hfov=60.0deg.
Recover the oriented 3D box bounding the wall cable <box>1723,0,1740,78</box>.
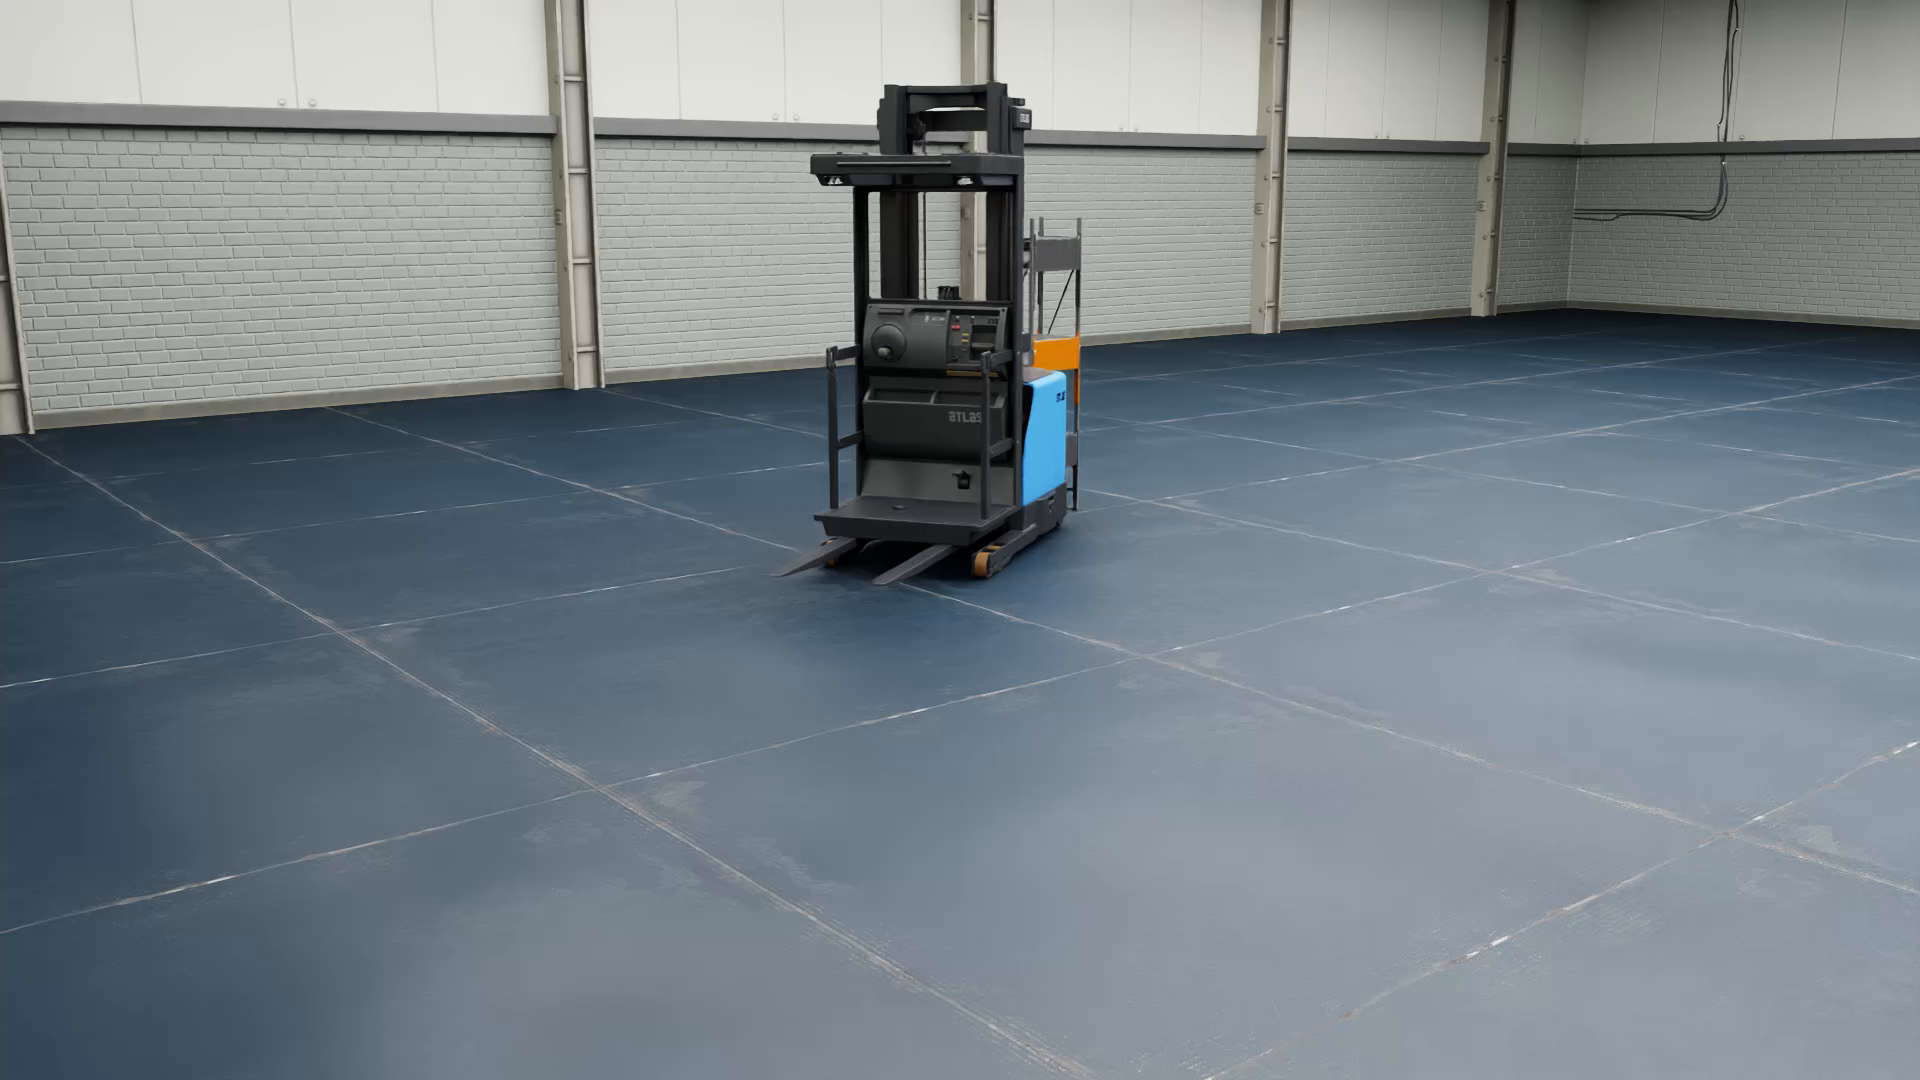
[{"bbox_3d":[14.441,-9.218,28.190,0.112,2.526,3.097,-9,15,-38],"label":"wall cable"}]

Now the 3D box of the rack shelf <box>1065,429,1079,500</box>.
[{"bbox_3d":[0.542,-0.541,12.056,0.480,0.518,0.431,-12,17,-43],"label":"rack shelf"}]

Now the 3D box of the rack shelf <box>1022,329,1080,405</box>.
[{"bbox_3d":[0.541,-1.226,11.911,0.480,0.518,0.431,-12,17,-43],"label":"rack shelf"}]

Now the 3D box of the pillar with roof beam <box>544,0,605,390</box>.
[{"bbox_3d":[-1.742,-5.503,15.381,0.400,9.000,9.100,-9,15,-38],"label":"pillar with roof beam"}]

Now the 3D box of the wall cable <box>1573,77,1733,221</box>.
[{"bbox_3d":[12.751,-7.186,30.781,0.112,2.526,3.097,-9,15,-38],"label":"wall cable"}]

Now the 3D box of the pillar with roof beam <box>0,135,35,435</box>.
[{"bbox_3d":[-6.427,-4.725,11.714,0.400,9.000,9.100,-9,15,-38],"label":"pillar with roof beam"}]

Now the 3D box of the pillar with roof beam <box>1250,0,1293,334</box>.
[{"bbox_3d":[7.629,-7.060,22.714,0.400,9.000,9.100,-9,15,-38],"label":"pillar with roof beam"}]

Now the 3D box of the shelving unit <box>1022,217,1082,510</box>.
[{"bbox_3d":[0.541,-1.239,11.908,0.503,2.100,0.431,-12,17,-43],"label":"shelving unit"}]

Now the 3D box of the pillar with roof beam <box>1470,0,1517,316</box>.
[{"bbox_3d":[12.314,-7.839,26.380,0.400,9.000,9.100,-9,15,-38],"label":"pillar with roof beam"}]

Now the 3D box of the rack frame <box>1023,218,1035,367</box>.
[{"bbox_3d":[0.367,-1.204,11.741,0.015,2.100,0.400,-12,17,-43],"label":"rack frame"}]

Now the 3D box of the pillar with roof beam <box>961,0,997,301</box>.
[{"bbox_3d":[2.944,-6.282,19.047,0.400,9.000,9.100,-9,15,-38],"label":"pillar with roof beam"}]

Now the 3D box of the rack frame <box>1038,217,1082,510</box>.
[{"bbox_3d":[0.716,-1.275,12.075,0.015,2.100,0.400,-12,17,-43],"label":"rack frame"}]

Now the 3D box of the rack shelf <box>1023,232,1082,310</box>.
[{"bbox_3d":[0.541,-1.911,11.766,0.480,0.518,0.431,-12,17,-43],"label":"rack shelf"}]

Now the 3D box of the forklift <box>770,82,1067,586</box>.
[{"bbox_3d":[-0.227,-1.294,10.165,1.130,2.935,3.031,4,13,19],"label":"forklift"}]
